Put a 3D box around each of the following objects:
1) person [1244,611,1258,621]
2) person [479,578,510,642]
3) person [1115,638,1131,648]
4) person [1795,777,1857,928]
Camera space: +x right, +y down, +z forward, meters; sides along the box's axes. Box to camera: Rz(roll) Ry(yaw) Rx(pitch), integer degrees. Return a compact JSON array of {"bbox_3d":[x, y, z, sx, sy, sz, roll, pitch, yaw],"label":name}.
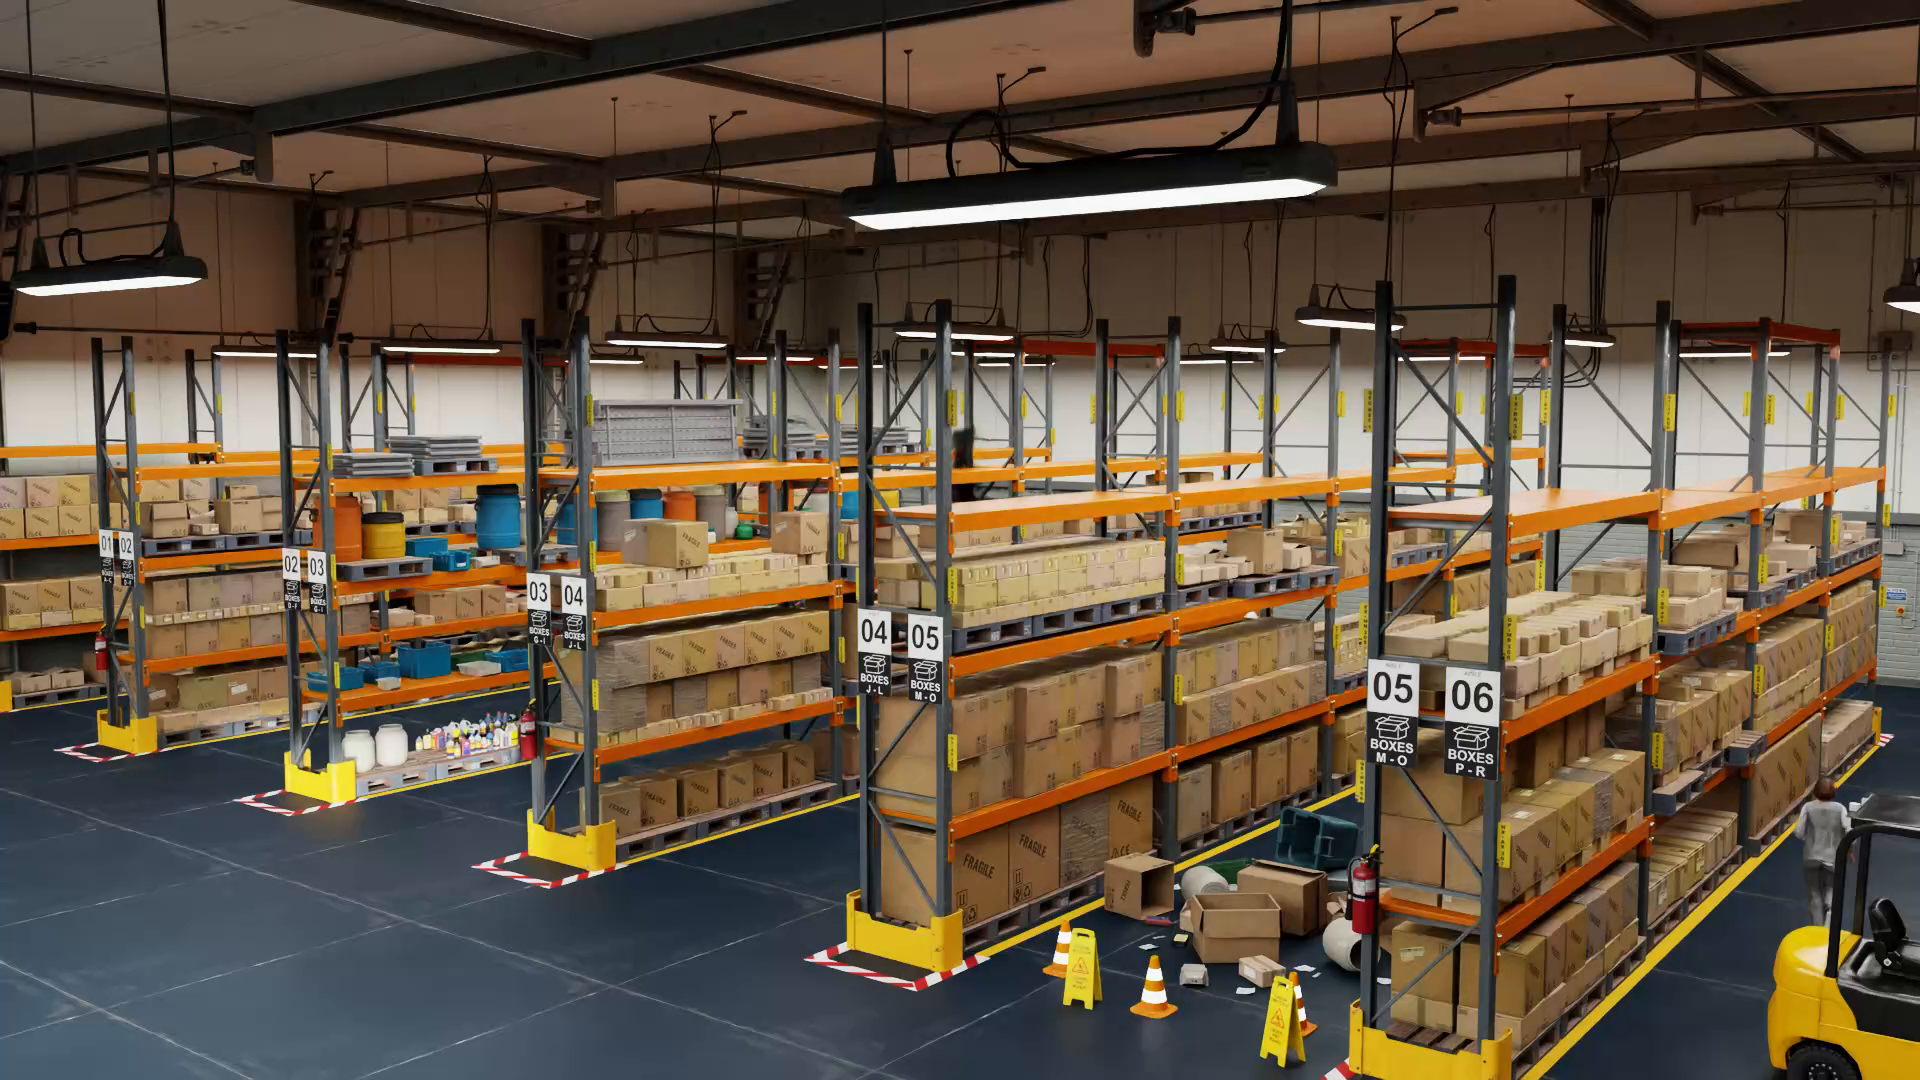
[{"bbox_3d":[4.598,1.995,26.421,0.695,1.744,0.648,3,6,32],"label":"person"},{"bbox_3d":[-9.080,1.494,32.461,0.659,1.767,0.725,3,6,28],"label":"person"},{"bbox_3d":[2.305,2.211,24.277,0.567,1.718,0.676,3,6,30],"label":"person"},{"bbox_3d":[8.214,3.019,15.794,0.532,1.545,0.574,3,6,28],"label":"person"}]
